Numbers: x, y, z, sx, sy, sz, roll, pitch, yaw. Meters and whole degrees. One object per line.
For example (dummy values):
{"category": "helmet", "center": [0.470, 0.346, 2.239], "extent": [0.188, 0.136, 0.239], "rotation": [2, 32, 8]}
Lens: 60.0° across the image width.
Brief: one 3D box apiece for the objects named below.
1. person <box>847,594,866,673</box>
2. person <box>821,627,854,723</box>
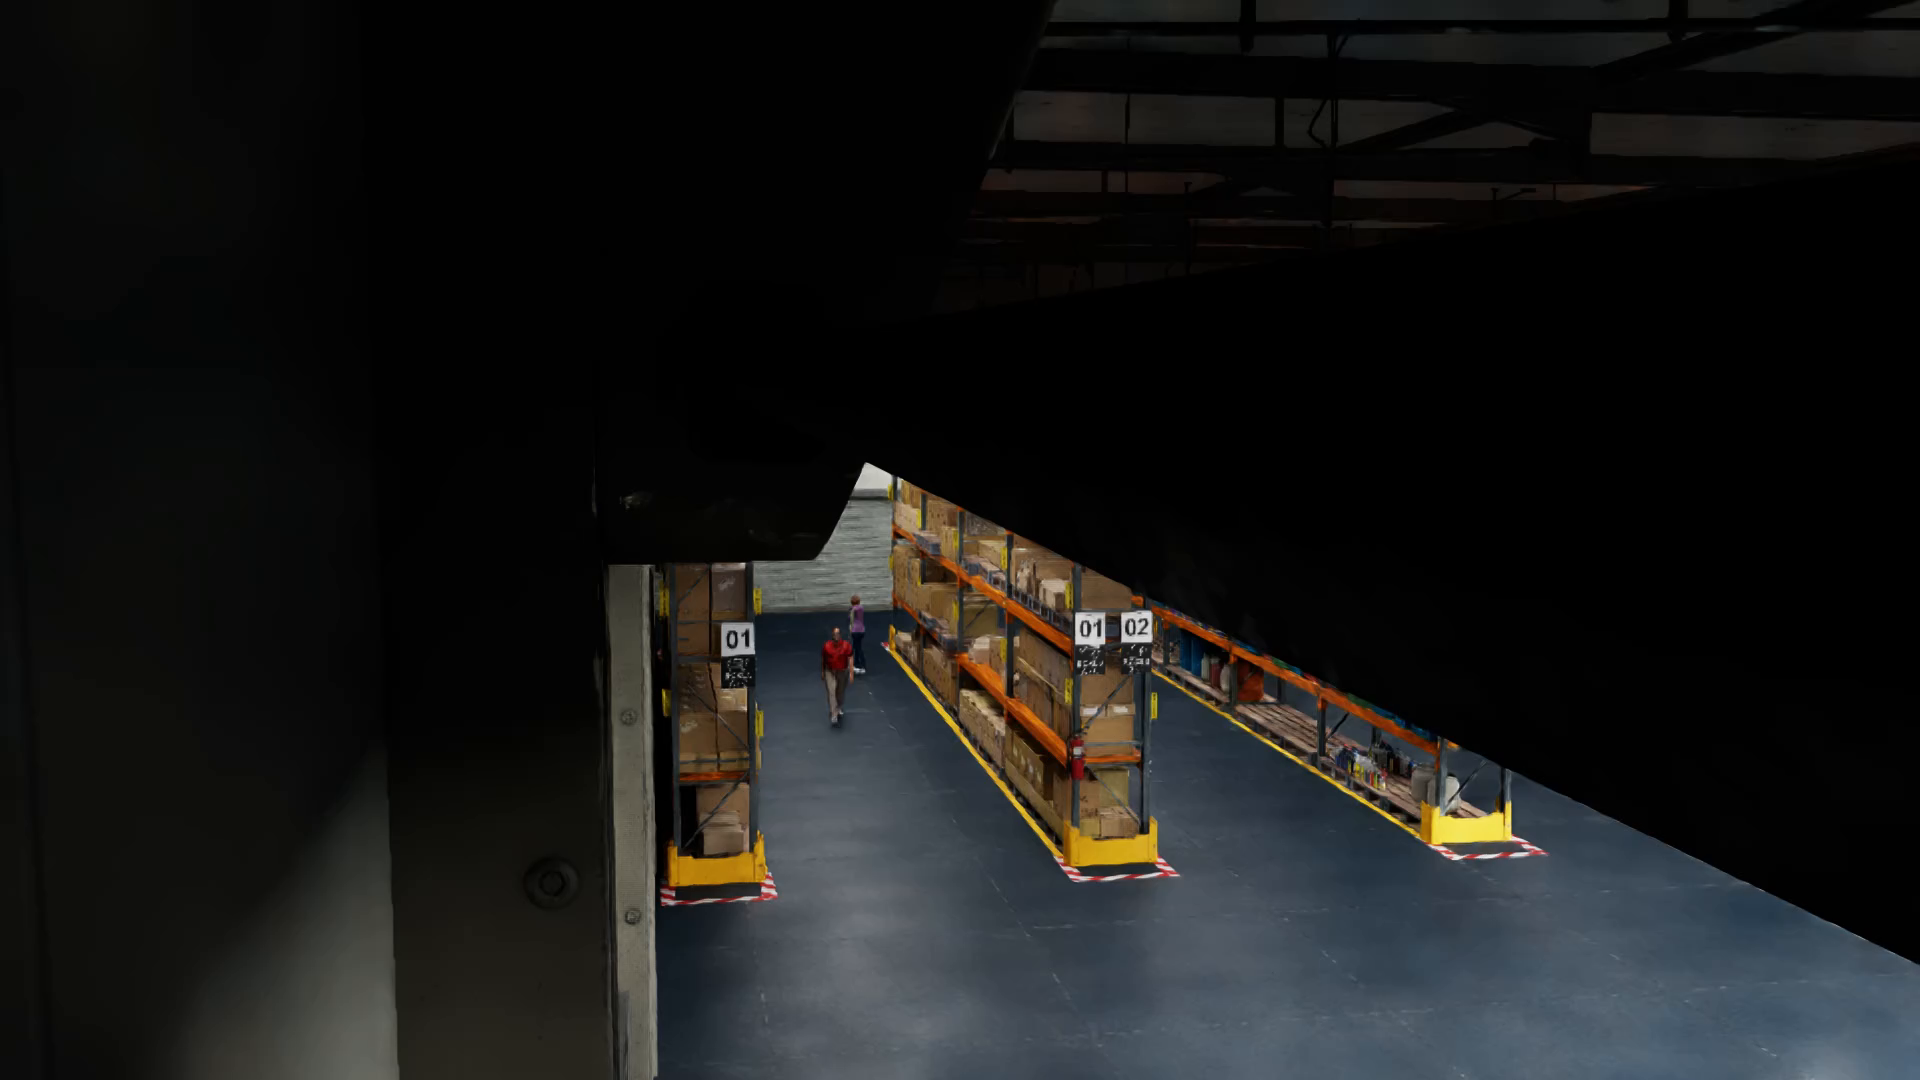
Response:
{"category": "person", "center": [-2.113, 1.881, 33.740], "extent": [0.527, 1.592, 0.515], "rotation": [3, 7, 22]}
{"category": "person", "center": [-2.147, 2.342, 29.217], "extent": [0.556, 1.666, 1.040], "rotation": [-1, 6, -11]}
